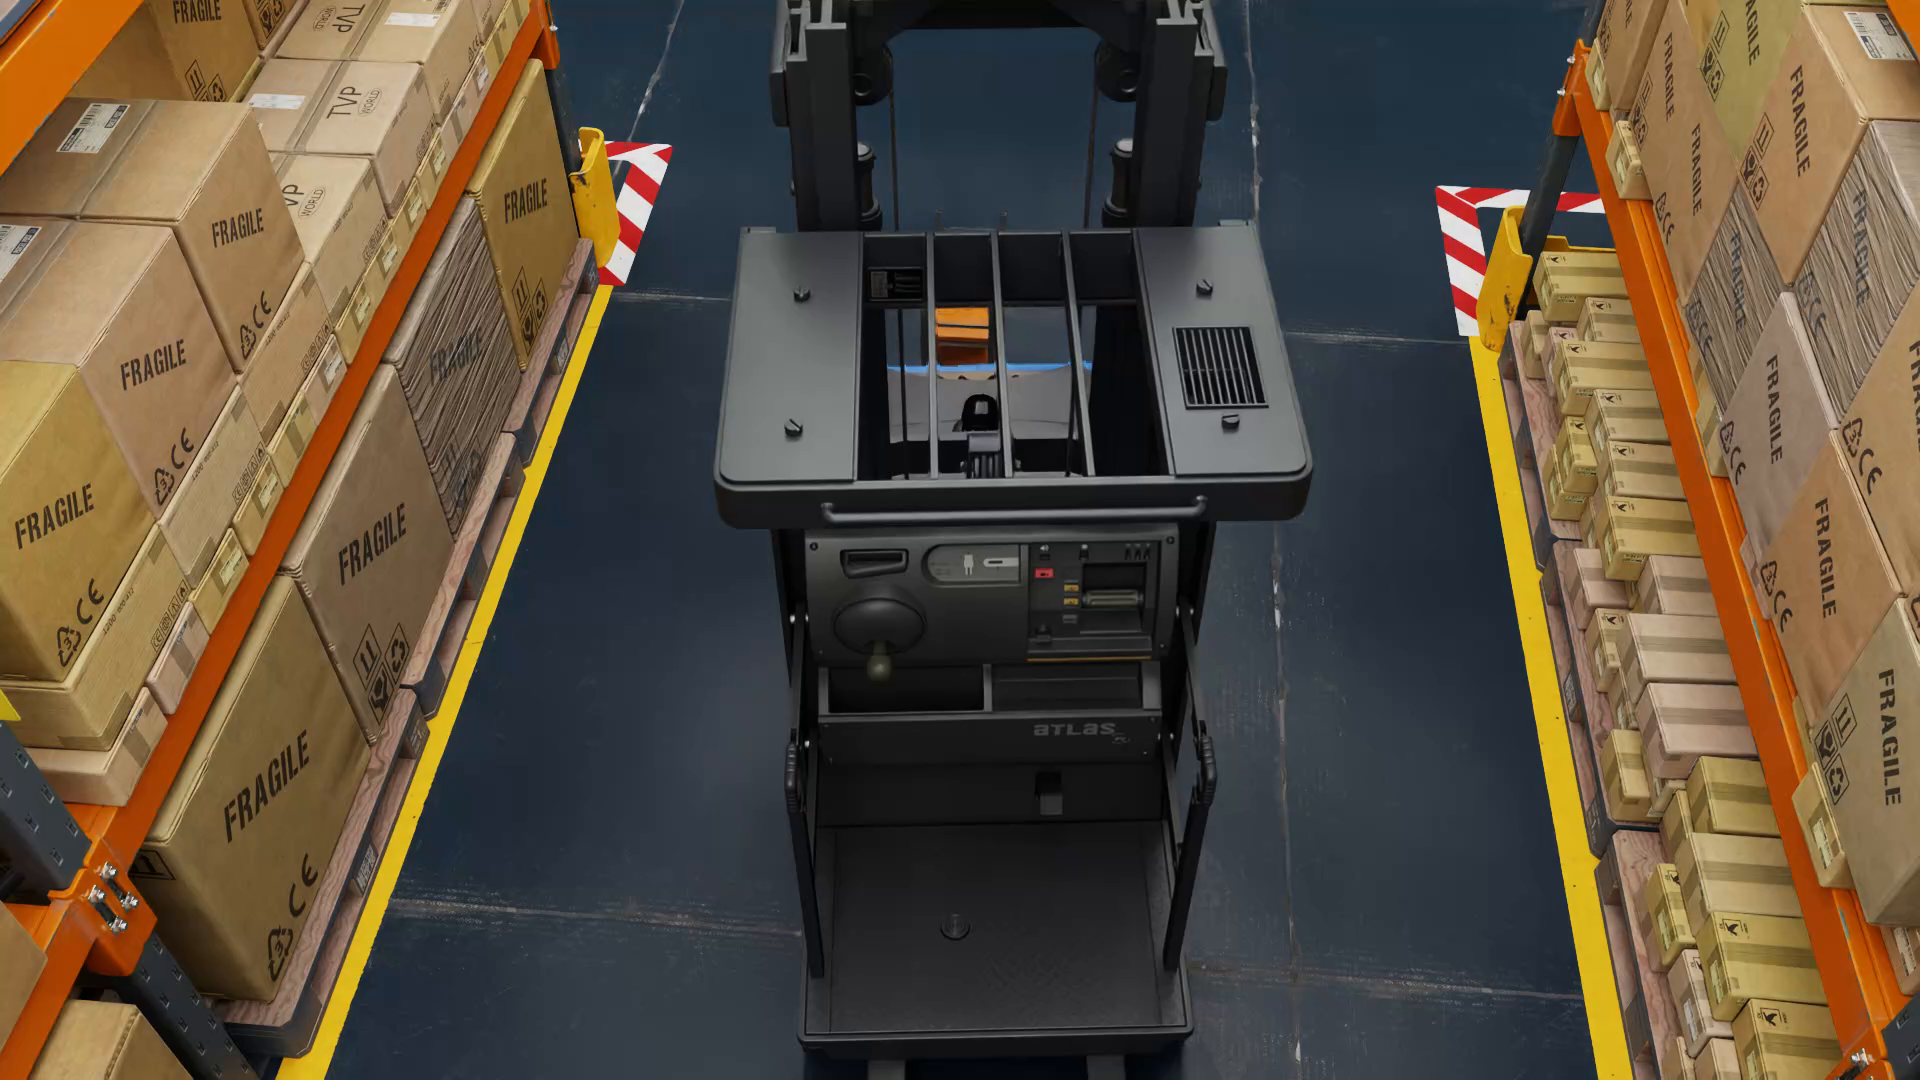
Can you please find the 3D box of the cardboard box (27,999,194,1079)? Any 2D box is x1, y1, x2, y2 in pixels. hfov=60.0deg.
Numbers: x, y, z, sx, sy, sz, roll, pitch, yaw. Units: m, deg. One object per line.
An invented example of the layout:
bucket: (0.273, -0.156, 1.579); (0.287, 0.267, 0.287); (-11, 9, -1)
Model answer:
cardboard box: (-2.534, 1.634, 3.878); (1.225, 0.875, 0.875); (4, 48, 4)

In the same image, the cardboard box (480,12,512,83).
cardboard box: (-1.857, -1.793, 6.027); (0.380, 0.149, 0.250); (4, 48, 4)

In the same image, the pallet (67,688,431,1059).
pallet: (-2.348, 0.975, 5.216); (1.003, 0.211, 1.213); (4, 48, 4)

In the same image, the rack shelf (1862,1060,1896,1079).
rack shelf: (2.253, 2.707, 2.229); (1.077, 0.370, 4.000); (4, 48, 4)

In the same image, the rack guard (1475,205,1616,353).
rack guard: (2.792, -1.045, 6.867); (1.175, 0.500, 0.348); (4, 48, 4)

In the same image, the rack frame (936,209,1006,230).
rack frame: (0.037, -0.706, 6.082); (0.240, 1.200, 0.015); (4, 48, 4)

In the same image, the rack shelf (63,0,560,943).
rack shelf: (-2.313, -0.640, 5.290); (1.077, 0.370, 4.000); (4, 48, 4)

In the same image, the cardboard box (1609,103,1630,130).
cardboard box: (2.461, -1.454, 5.717); (0.380, 0.149, 0.250); (5, 48, 5)

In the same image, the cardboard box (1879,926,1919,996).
cardboard box: (2.228, 0.854, 3.606); (0.380, 0.149, 0.250); (3, 48, 3)

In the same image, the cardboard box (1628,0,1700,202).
cardboard box: (2.460, -1.372, 5.203); (0.500, 0.500, 0.500); (4, 48, 4)

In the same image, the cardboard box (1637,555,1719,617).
cardboard box: (2.385, 0.197, 5.281); (0.380, 0.149, 0.250); (4, 48, 4)

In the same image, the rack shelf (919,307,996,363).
rack shelf: (0.015, -0.792, 5.629); (0.258, 0.148, 0.480); (4, 48, 4)

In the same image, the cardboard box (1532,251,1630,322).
cardboard box: (2.413, -0.963, 6.342); (0.380, 0.149, 0.250); (2, 48, 2)

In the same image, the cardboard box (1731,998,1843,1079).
cardboard box: (2.208, 1.336, 4.240); (0.380, 0.149, 0.250); (5, 48, 5)

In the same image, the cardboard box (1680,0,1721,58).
cardboard box: (2.454, -1.733, 4.855); (0.500, 0.500, 0.500); (5, 48, 5)

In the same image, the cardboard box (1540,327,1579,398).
cardboard box: (2.415, -0.659, 6.266); (0.380, 0.149, 0.250); (4, 48, 3)

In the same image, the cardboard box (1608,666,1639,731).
cardboard box: (2.316, 0.556, 5.356); (0.380, 0.149, 0.250); (5, 48, 4)

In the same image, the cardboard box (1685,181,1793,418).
cardboard box: (2.362, -0.638, 4.532); (0.500, 0.500, 0.500); (3, 48, 3)

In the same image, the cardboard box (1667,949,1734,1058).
cardboard box: (2.159, 1.262, 4.508); (0.380, 0.149, 0.250); (2, 48, 2)

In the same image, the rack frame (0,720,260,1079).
rack frame: (-2.492, 0.587, 3.680); (0.949, 2.616, 0.053); (4, 48, 4)

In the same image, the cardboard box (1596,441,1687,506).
cardboard box: (2.383, -0.184, 5.630); (0.380, 0.149, 0.250); (6, 48, 5)

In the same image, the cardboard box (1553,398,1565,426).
cardboard box: (2.491, -0.563, 6.379); (0.380, 0.149, 0.250); (4, 48, 3)

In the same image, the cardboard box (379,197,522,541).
cardboard box: (-2.192, -0.633, 5.951); (0.875, 0.875, 0.875); (4, 48, 4)

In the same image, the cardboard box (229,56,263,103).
cardboard box: (-2.534, -1.316, 5.321); (0.500, 0.250, 0.500); (2, 48, 2)

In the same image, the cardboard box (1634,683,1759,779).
cardboard box: (2.241, 0.571, 4.939); (0.380, 0.149, 0.250); (2, 48, 2)

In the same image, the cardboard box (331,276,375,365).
cardboard box: (-1.997, -0.669, 4.999); (0.380, 0.149, 0.250); (3, 48, 2)

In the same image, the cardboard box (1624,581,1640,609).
cardboard box: (2.436, 0.111, 5.561); (0.380, 0.149, 0.250); (6, 48, 6)

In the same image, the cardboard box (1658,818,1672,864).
cardboard box: (2.343, 0.935, 5.009); (0.380, 0.149, 0.250); (3, 48, 3)

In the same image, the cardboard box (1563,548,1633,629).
cardboard box: (2.305, 0.172, 5.707); (0.380, 0.149, 0.250); (2, 48, 2)

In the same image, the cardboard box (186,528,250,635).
cardboard box: (-2.090, 0.090, 4.305); (0.380, 0.149, 0.250); (5, 48, 5)

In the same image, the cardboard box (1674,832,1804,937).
cardboard box: (2.207, 0.962, 4.582); (0.380, 0.149, 0.250); (3, 48, 3)

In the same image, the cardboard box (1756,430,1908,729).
cardboard box: (2.246, 0.105, 3.852); (0.500, 0.500, 0.500); (3, 48, 2)

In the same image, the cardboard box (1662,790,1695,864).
cardboard box: (2.287, 0.887, 4.852); (0.380, 0.149, 0.250); (4, 48, 4)

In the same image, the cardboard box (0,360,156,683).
cardboard box: (-2.197, -0.051, 3.655); (0.500, 0.500, 0.500); (4, 48, 4)

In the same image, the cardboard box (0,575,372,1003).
cardboard box: (-2.355, 0.683, 4.748); (0.875, 0.875, 0.875); (4, 48, 4)

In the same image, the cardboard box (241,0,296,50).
cardboard box: (-2.489, -1.953, 5.396); (0.500, 0.500, 0.500); (3, 48, 3)

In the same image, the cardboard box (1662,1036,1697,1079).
cardboard box: (2.131, 1.504, 4.489); (0.380, 0.149, 0.250); (4, 48, 4)

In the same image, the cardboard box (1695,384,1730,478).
cardboard box: (2.299, -0.300, 4.662); (0.380, 0.149, 0.250); (5, 48, 4)

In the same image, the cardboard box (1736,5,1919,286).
cardboard box: (2.342, -0.977, 4.164); (0.500, 0.500, 0.500); (3, 48, 2)

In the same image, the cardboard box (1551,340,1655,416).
cardboard box: (2.357, -0.575, 5.988); (0.380, 0.149, 0.250); (4, 48, 3)

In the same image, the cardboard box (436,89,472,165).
cardboard box: (-1.905, -1.424, 5.690); (0.380, 0.149, 0.250); (5, 48, 4)

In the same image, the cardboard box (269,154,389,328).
cardboard box: (-2.047, -0.898, 4.939); (0.500, 0.250, 0.500); (4, 48, 4)

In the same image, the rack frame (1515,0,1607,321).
rack frame: (2.799, -1.944, 5.996); (1.000, 3.000, 0.127); (4, 48, 4)

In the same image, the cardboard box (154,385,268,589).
cardboard box: (-2.141, -0.155, 4.259); (0.500, 0.250, 0.500); (4, 48, 3)

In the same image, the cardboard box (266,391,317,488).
cardboard box: (-2.044, -0.291, 4.654); (0.380, 0.149, 0.250); (3, 48, 3)

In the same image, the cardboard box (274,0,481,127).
cardboard box: (-1.958, -1.655, 5.631); (0.500, 0.250, 0.500); (3, 48, 3)

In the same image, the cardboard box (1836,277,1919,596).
cardboard box: (2.250, -0.221, 3.472); (0.500, 0.500, 0.500); (3, 48, 2)

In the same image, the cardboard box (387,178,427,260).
cardboard box: (-1.950, -1.042, 5.341); (0.380, 0.149, 0.250); (4, 48, 4)

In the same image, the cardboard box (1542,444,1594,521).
cardboard box: (2.342, -0.199, 6.047); (0.380, 0.149, 0.250); (4, 48, 4)

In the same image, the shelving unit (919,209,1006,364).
shelving unit: (0.015, -0.527, 5.919); (0.258, 1.200, 0.503); (4, 48, 4)

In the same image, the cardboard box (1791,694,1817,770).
cardboard box: (2.227, 0.465, 3.962); (0.380, 0.149, 0.250); (6, 48, 5)

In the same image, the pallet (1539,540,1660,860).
pallet: (2.569, 0.541, 5.612); (1.003, 0.211, 1.213); (4, 48, 4)

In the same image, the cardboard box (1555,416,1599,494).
cardboard box: (2.349, -0.292, 5.930); (0.380, 0.149, 0.250); (5, 48, 5)

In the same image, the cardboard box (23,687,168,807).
cardboard box: (-2.137, 0.477, 3.951); (0.380, 0.149, 0.250); (4, 48, 4)

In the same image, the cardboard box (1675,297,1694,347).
cardboard box: (2.397, -0.683, 5.012); (0.380, 0.149, 0.250); (3, 48, 3)

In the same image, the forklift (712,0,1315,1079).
forklift: (0.088, 0.254, 4.032); (1.130, 2.935, 3.031); (-1, 48, -1)

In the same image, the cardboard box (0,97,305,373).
cardboard box: (-2.102, -0.795, 4.336); (0.500, 0.500, 0.500); (3, 48, 2)

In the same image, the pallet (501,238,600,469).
pallet: (-2.126, -0.818, 6.855); (1.003, 0.211, 1.213); (4, 48, 4)
